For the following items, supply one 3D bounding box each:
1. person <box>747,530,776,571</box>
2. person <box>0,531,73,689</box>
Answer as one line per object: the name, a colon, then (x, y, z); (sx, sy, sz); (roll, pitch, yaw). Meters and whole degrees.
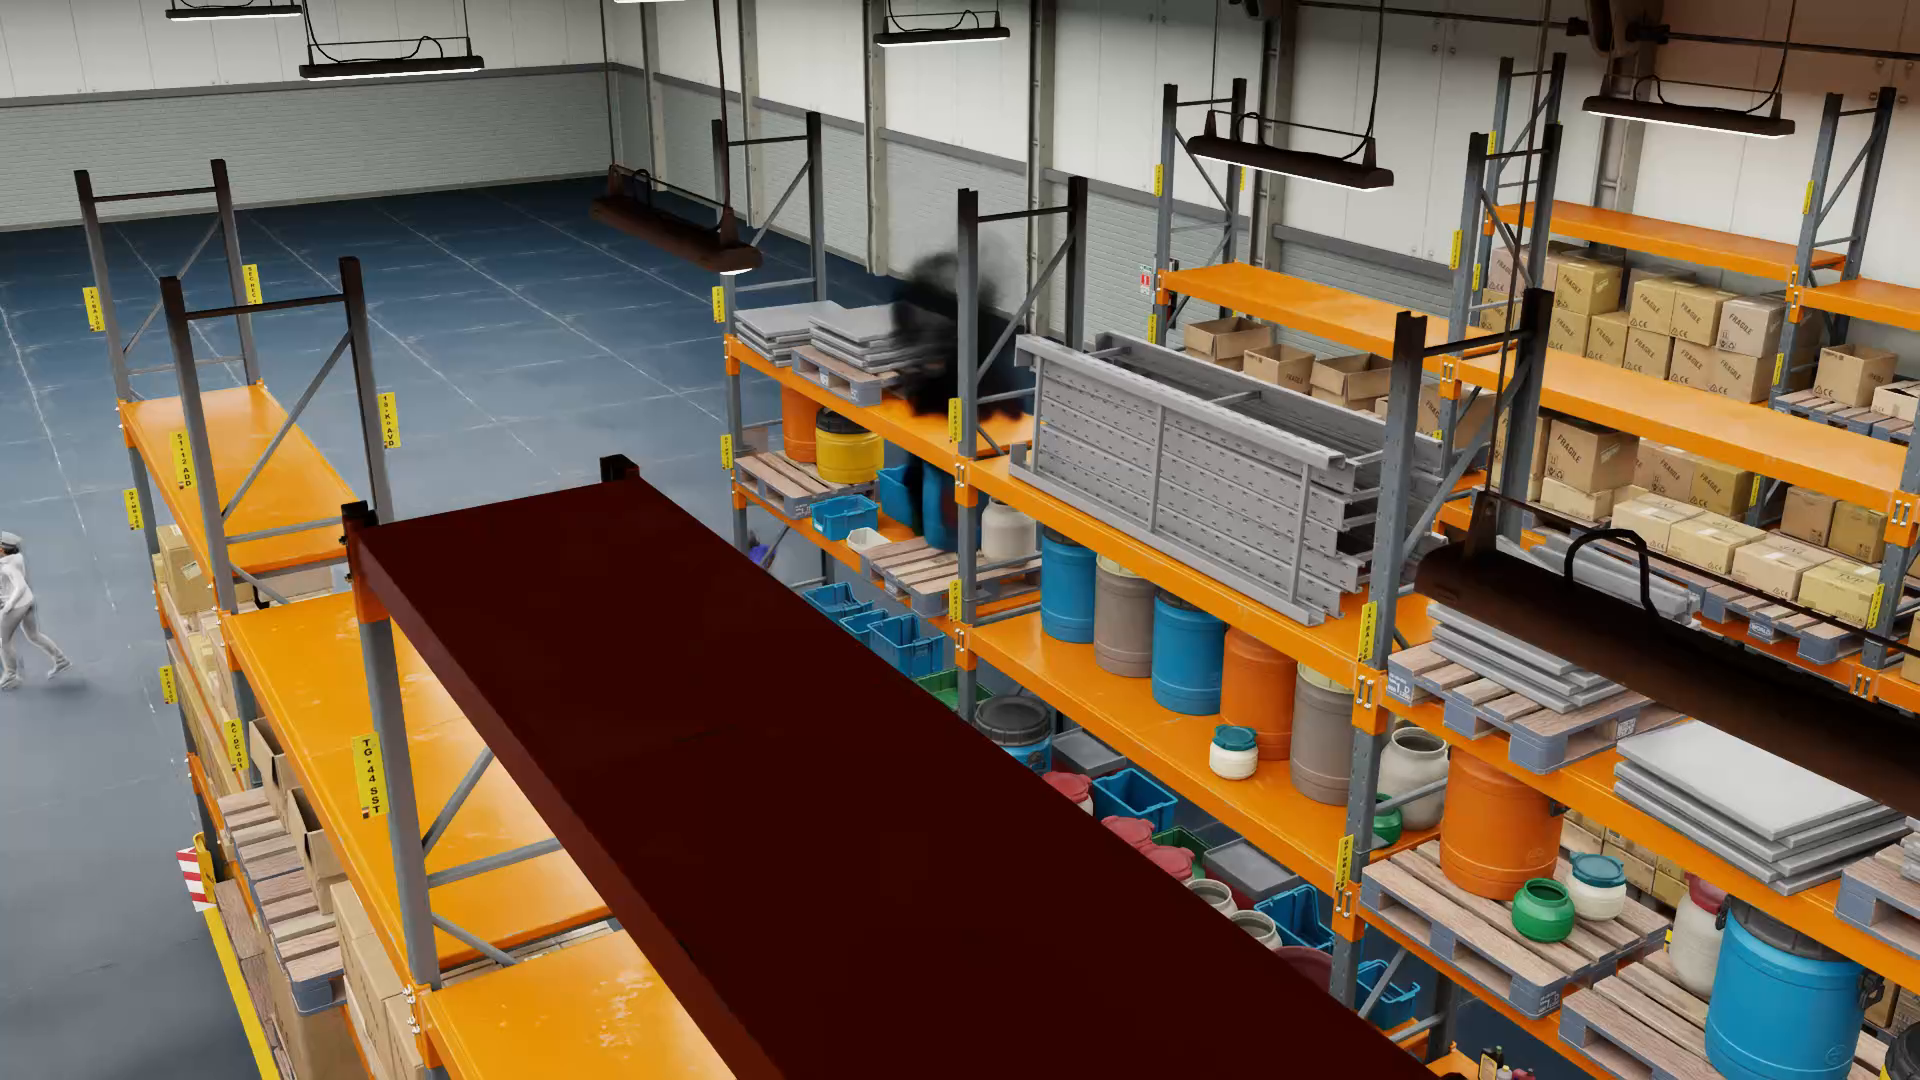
person: (-2.161, 0.616, 17.753); (0.654, 1.647, 0.649); (0, 22, -1)
person: (-9.789, 0.721, 17.280); (0.785, 1.730, 0.600); (-2, 22, -4)
